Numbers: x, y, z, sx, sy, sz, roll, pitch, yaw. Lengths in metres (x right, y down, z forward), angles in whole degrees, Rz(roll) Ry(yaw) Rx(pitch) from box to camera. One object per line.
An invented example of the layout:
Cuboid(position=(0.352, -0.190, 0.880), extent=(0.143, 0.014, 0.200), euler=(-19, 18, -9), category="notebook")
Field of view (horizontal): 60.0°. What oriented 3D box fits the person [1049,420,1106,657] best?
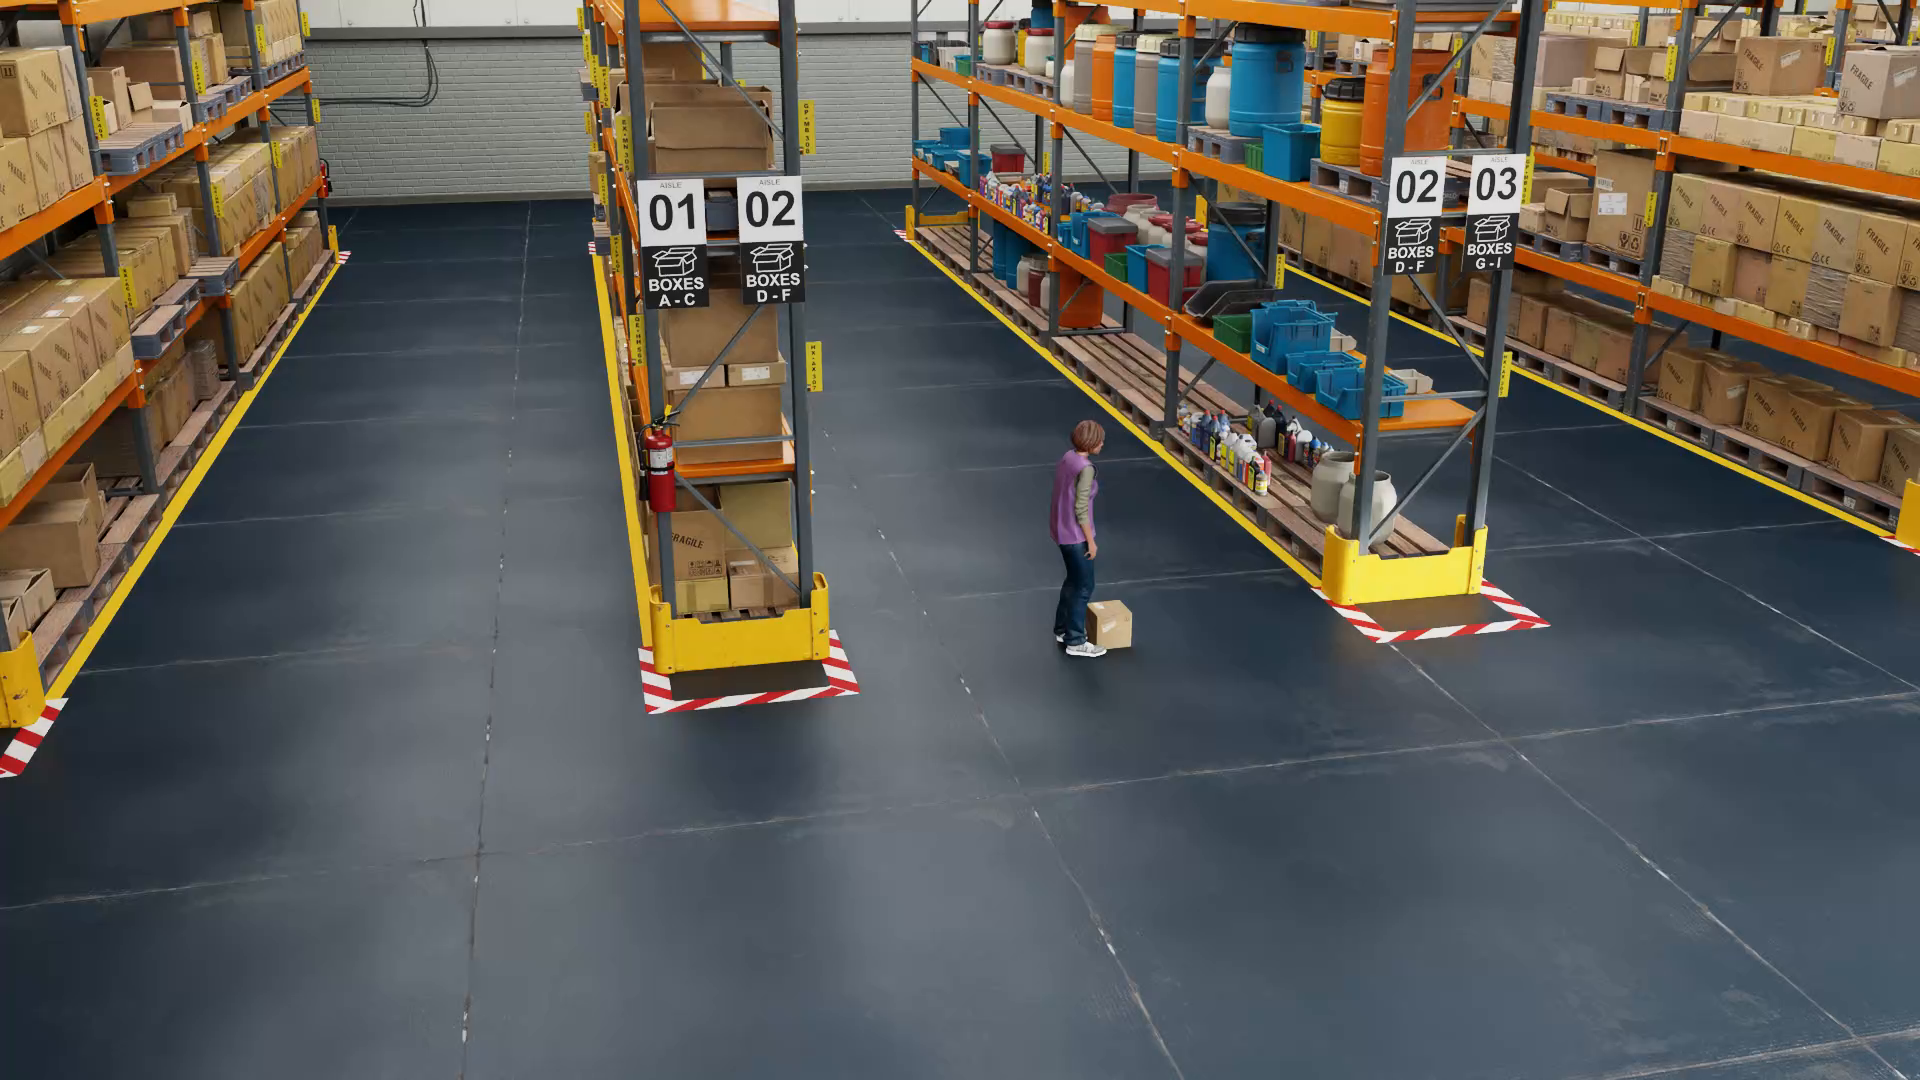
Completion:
Cuboid(position=(0.786, -0.024, 11.154), extent=(0.343, 1.593, 0.462), euler=(-4, 20, -12), category="person")
